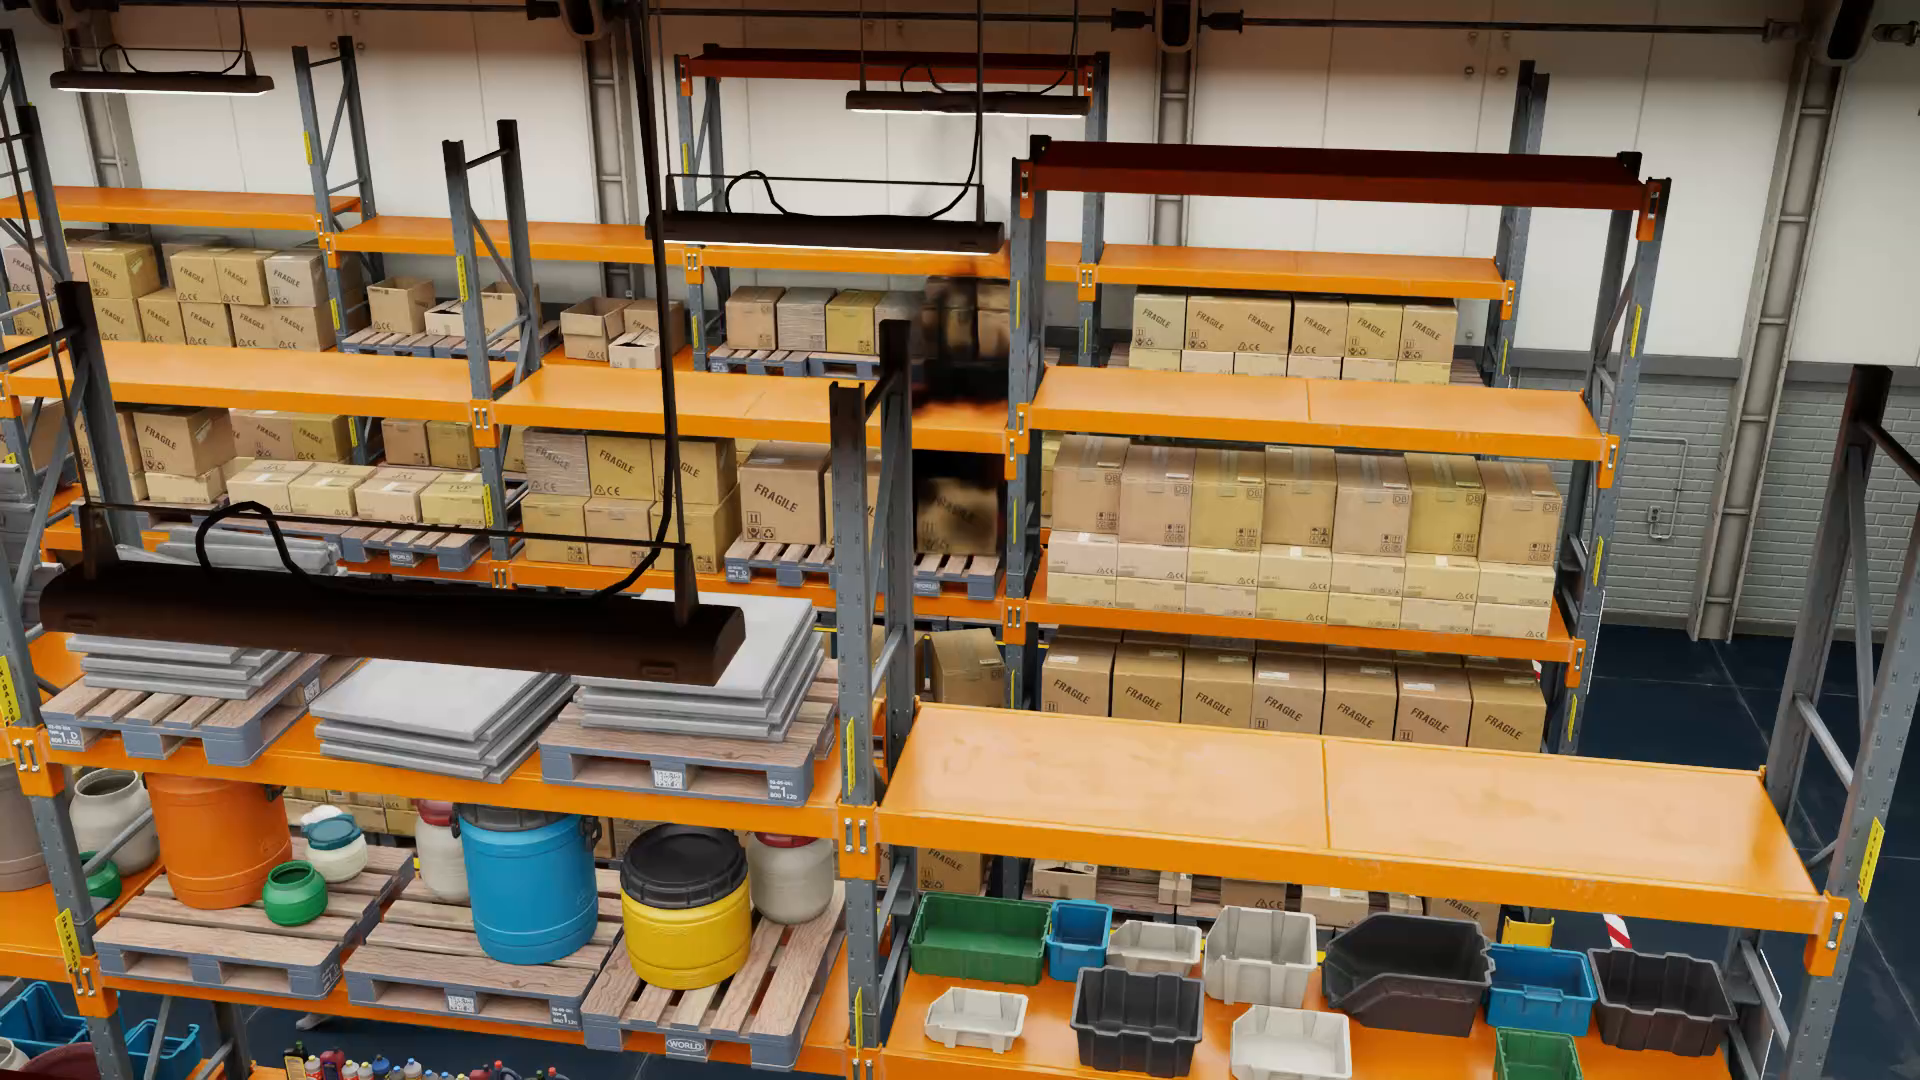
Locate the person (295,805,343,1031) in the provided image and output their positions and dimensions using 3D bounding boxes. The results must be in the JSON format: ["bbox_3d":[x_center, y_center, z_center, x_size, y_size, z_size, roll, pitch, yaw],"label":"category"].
[{"bbox_3d":[-4.391,2.664,11.788,0.845,1.808,0.683,0,23,1],"label":"person"}]
